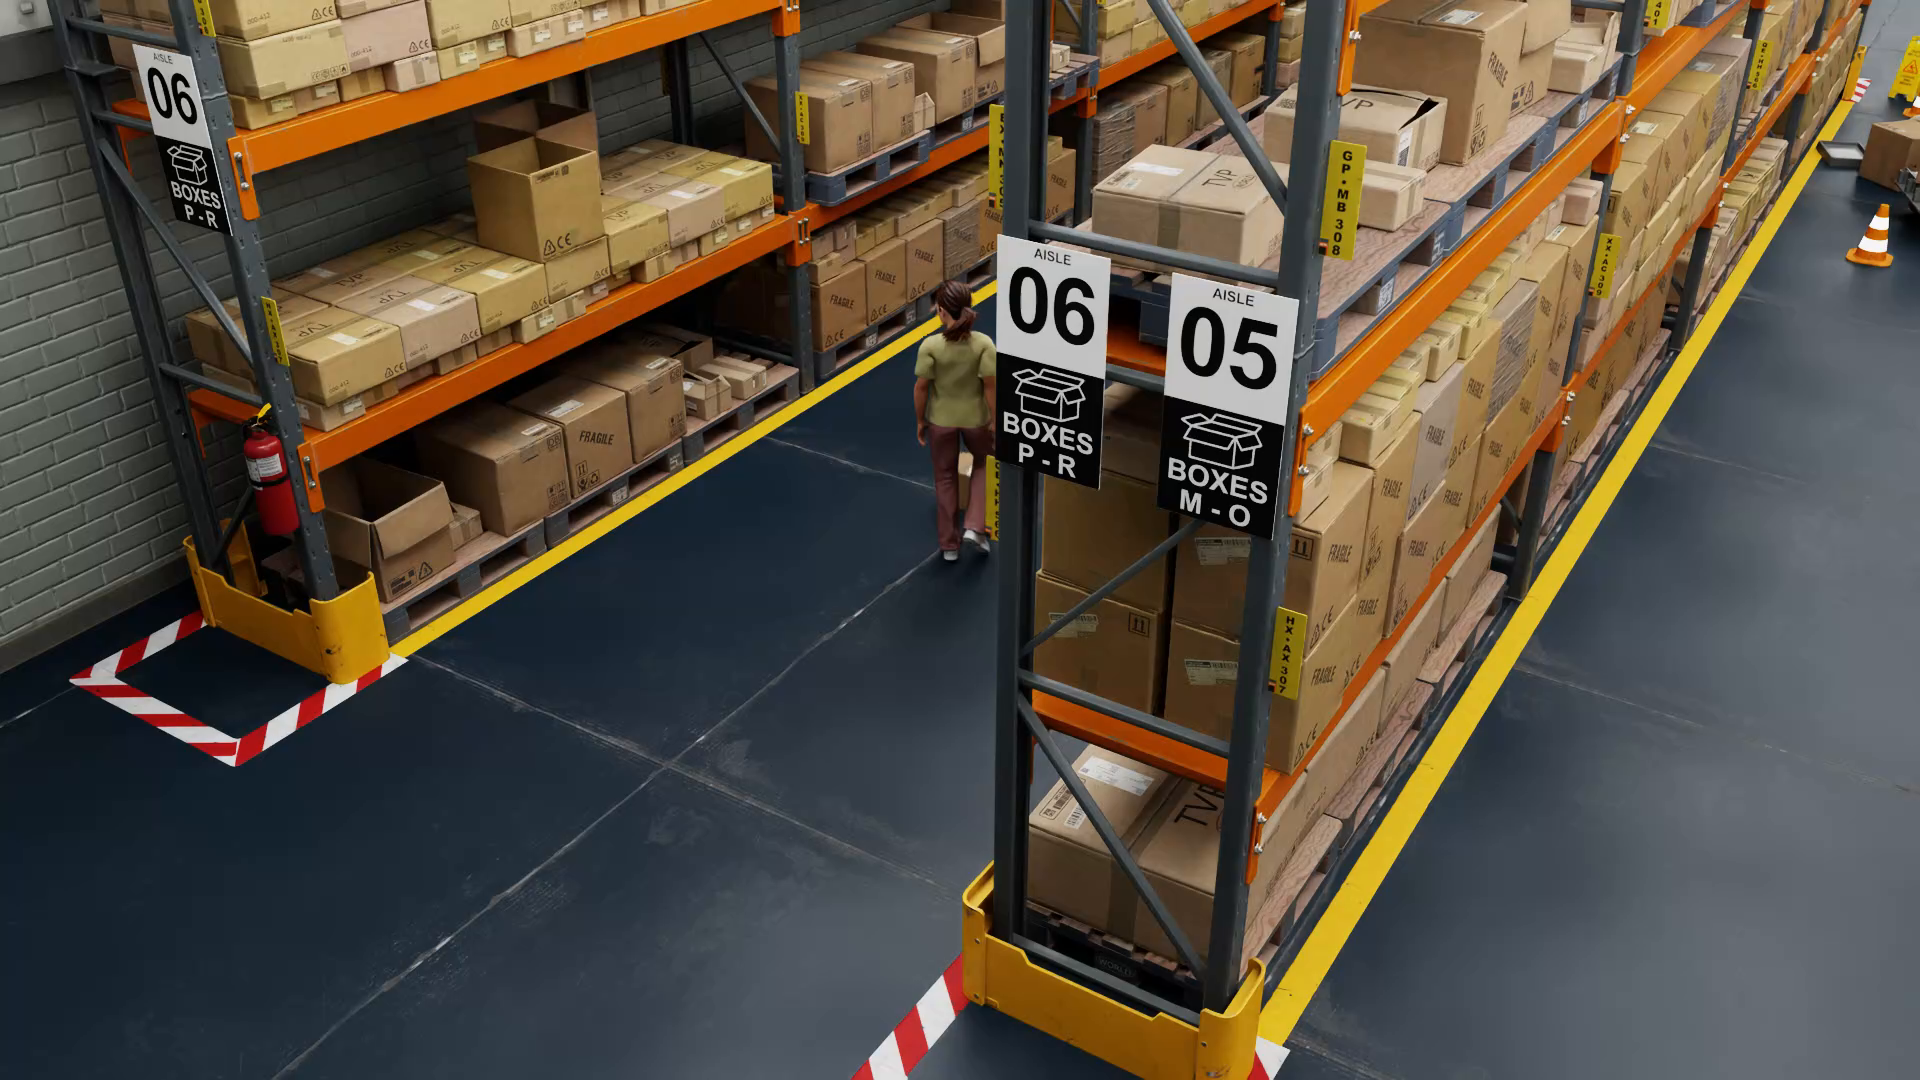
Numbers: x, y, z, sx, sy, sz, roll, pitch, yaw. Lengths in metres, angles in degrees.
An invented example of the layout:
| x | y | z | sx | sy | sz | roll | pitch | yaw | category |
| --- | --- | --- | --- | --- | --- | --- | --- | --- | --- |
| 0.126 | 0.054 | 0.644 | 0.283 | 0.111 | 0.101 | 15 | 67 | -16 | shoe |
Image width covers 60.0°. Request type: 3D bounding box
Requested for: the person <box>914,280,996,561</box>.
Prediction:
| x | y | z | sx | sy | sz | roll | pitch | yaw | category |
| --- | --- | --- | --- | --- | --- | --- | --- | --- | --- |
| -0.016 | -0.540 | 9.339 | 0.475 | 1.463 | 0.411 | -1 | 31 | -1 | person |
